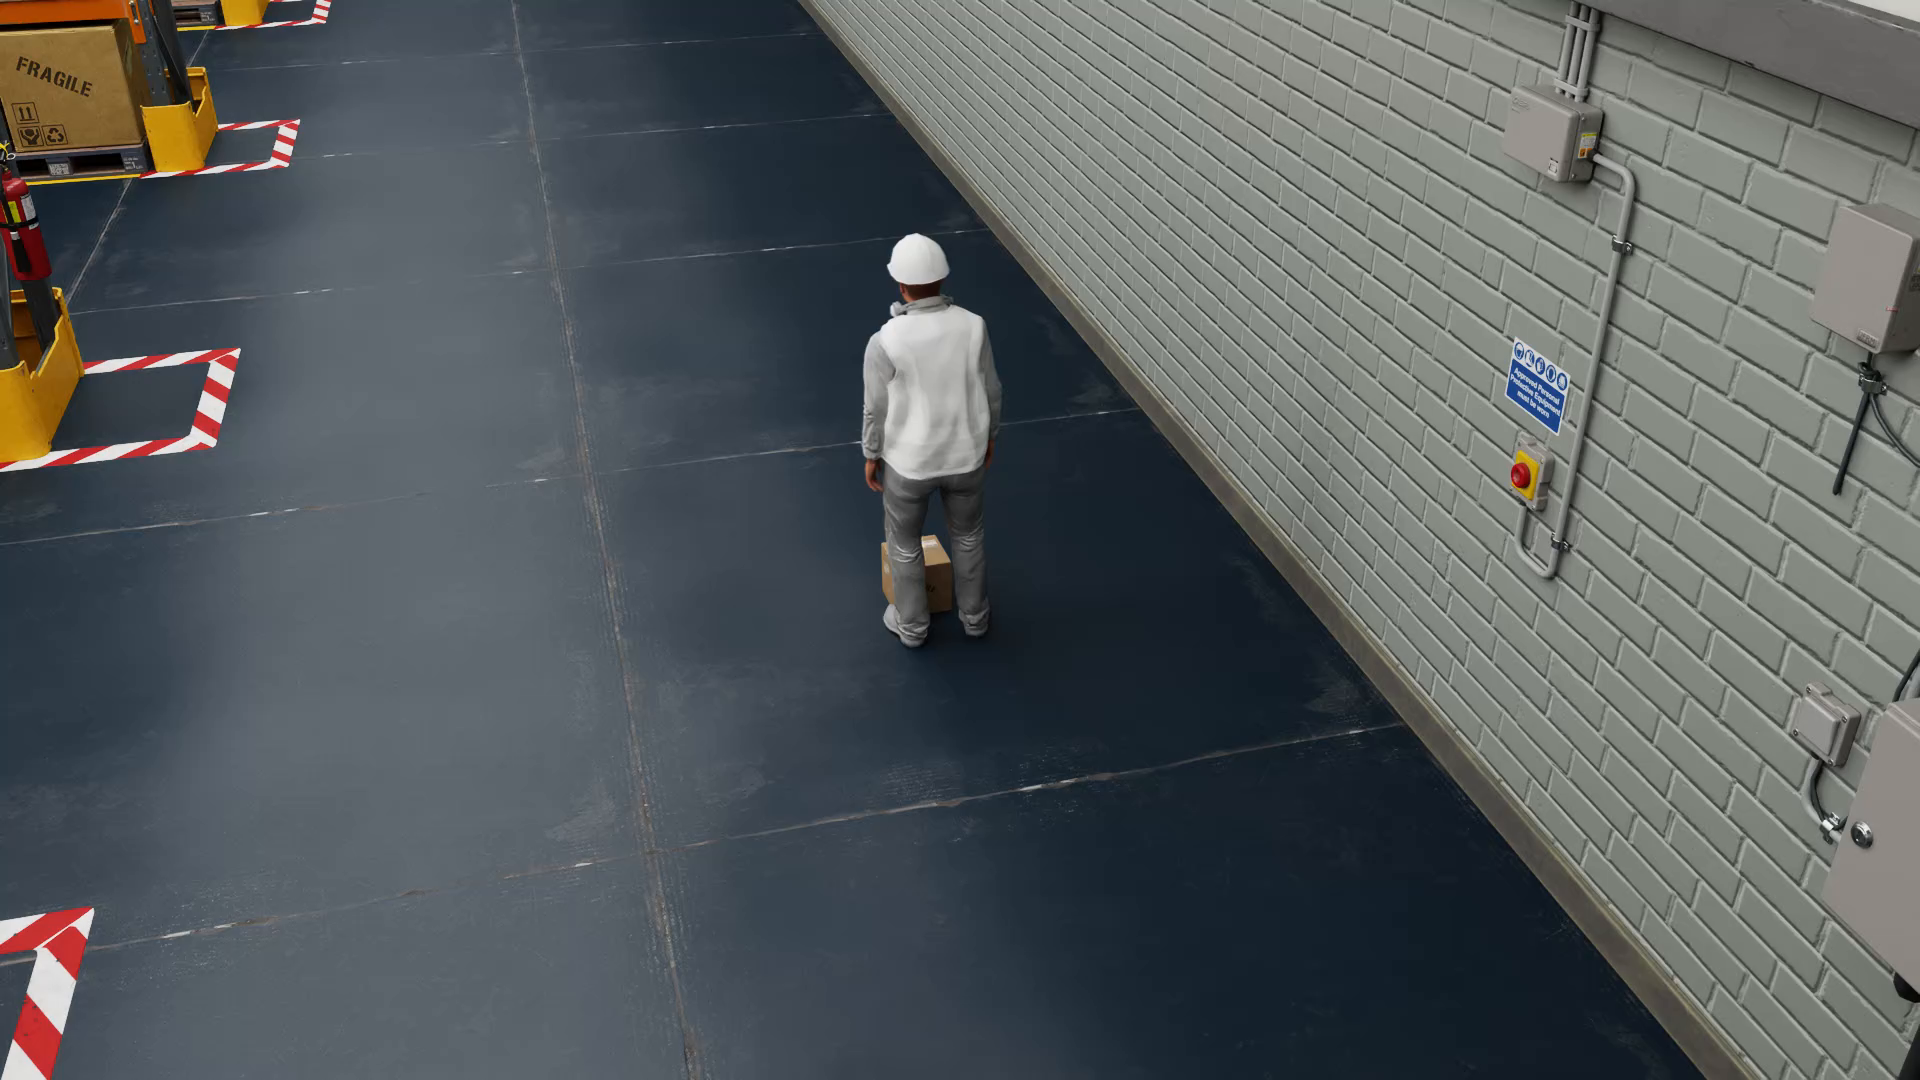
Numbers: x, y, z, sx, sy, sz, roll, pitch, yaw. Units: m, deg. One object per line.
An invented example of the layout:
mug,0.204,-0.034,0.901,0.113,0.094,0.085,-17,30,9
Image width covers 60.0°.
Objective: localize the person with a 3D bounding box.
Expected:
person,-0.117,-0.369,6.745,0.583,1.767,0.463,-10,31,-16
